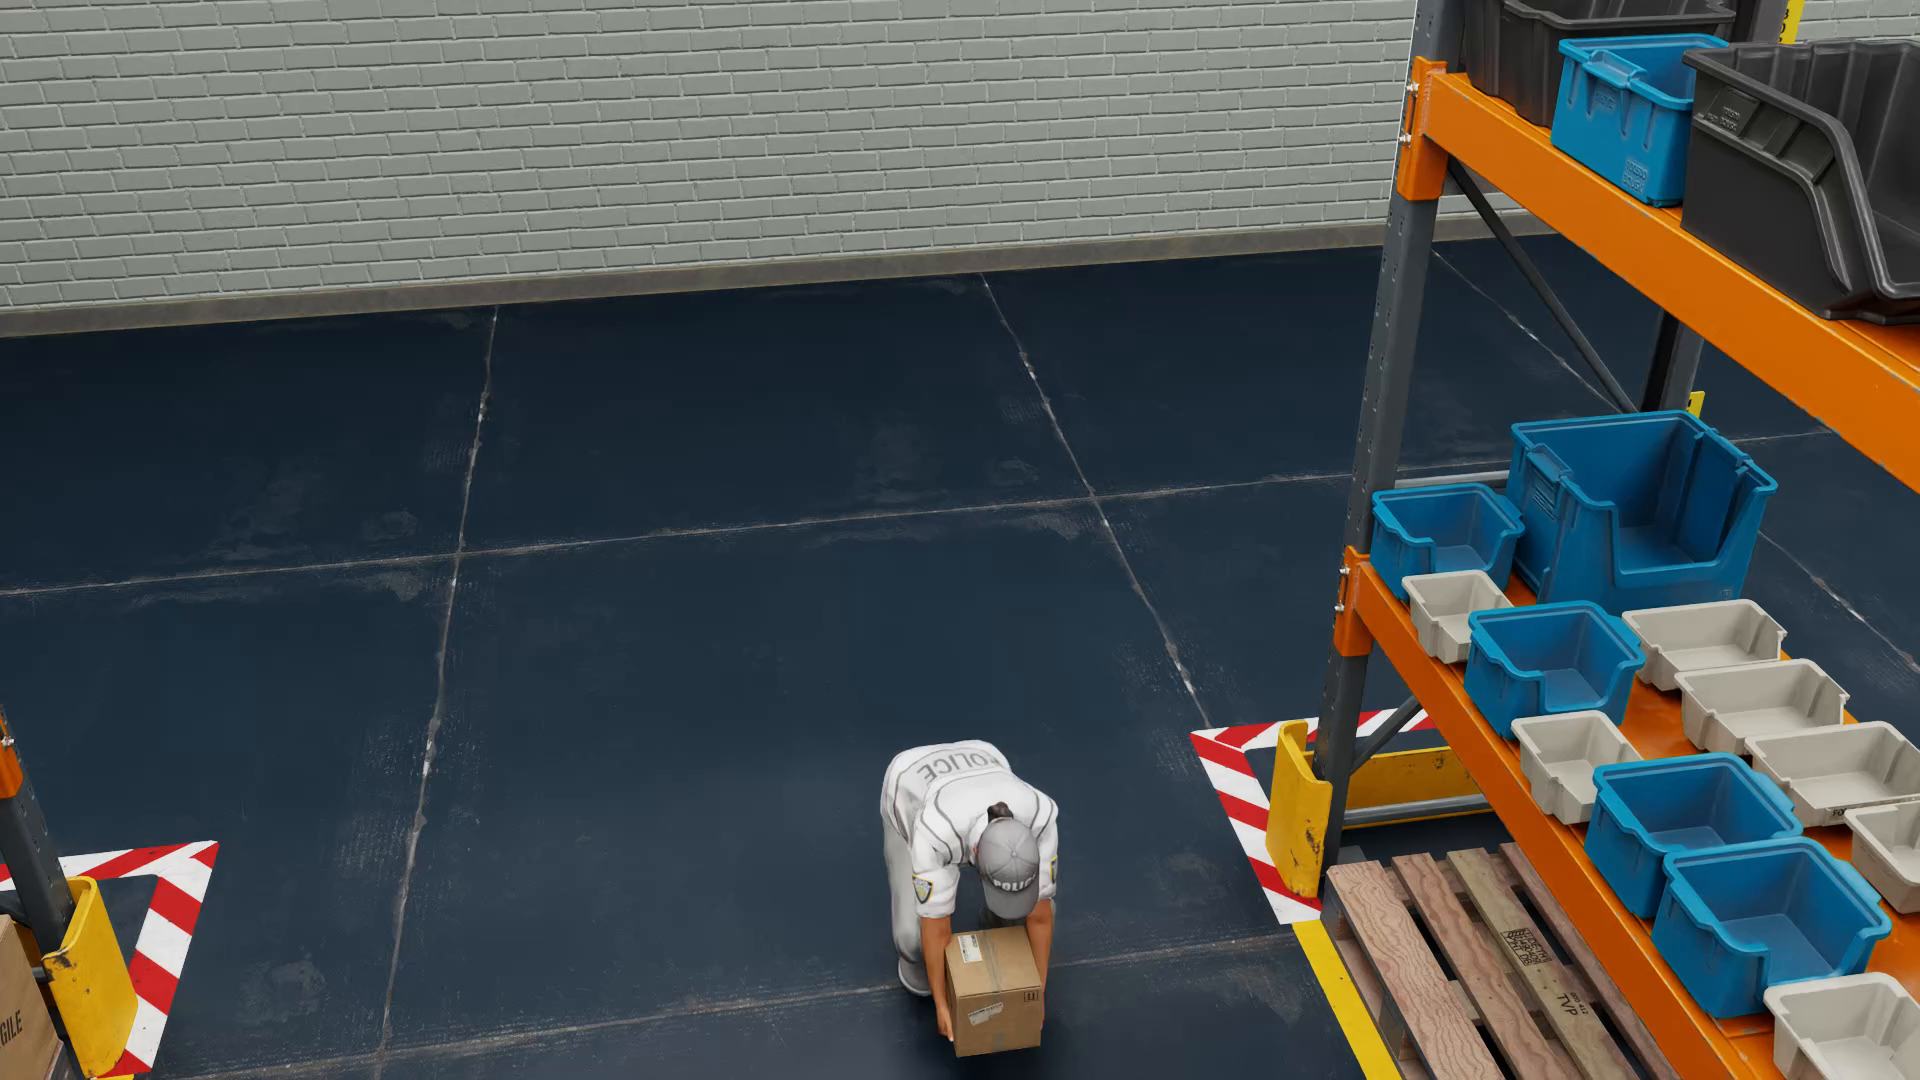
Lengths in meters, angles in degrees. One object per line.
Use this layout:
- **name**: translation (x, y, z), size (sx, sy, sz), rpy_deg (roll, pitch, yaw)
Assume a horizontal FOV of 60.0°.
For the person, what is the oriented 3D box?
- **person**: translation (0.030, 1.034, 5.111), size (0.513, 0.948, 0.883), rpy_deg (-6, 31, -10)
